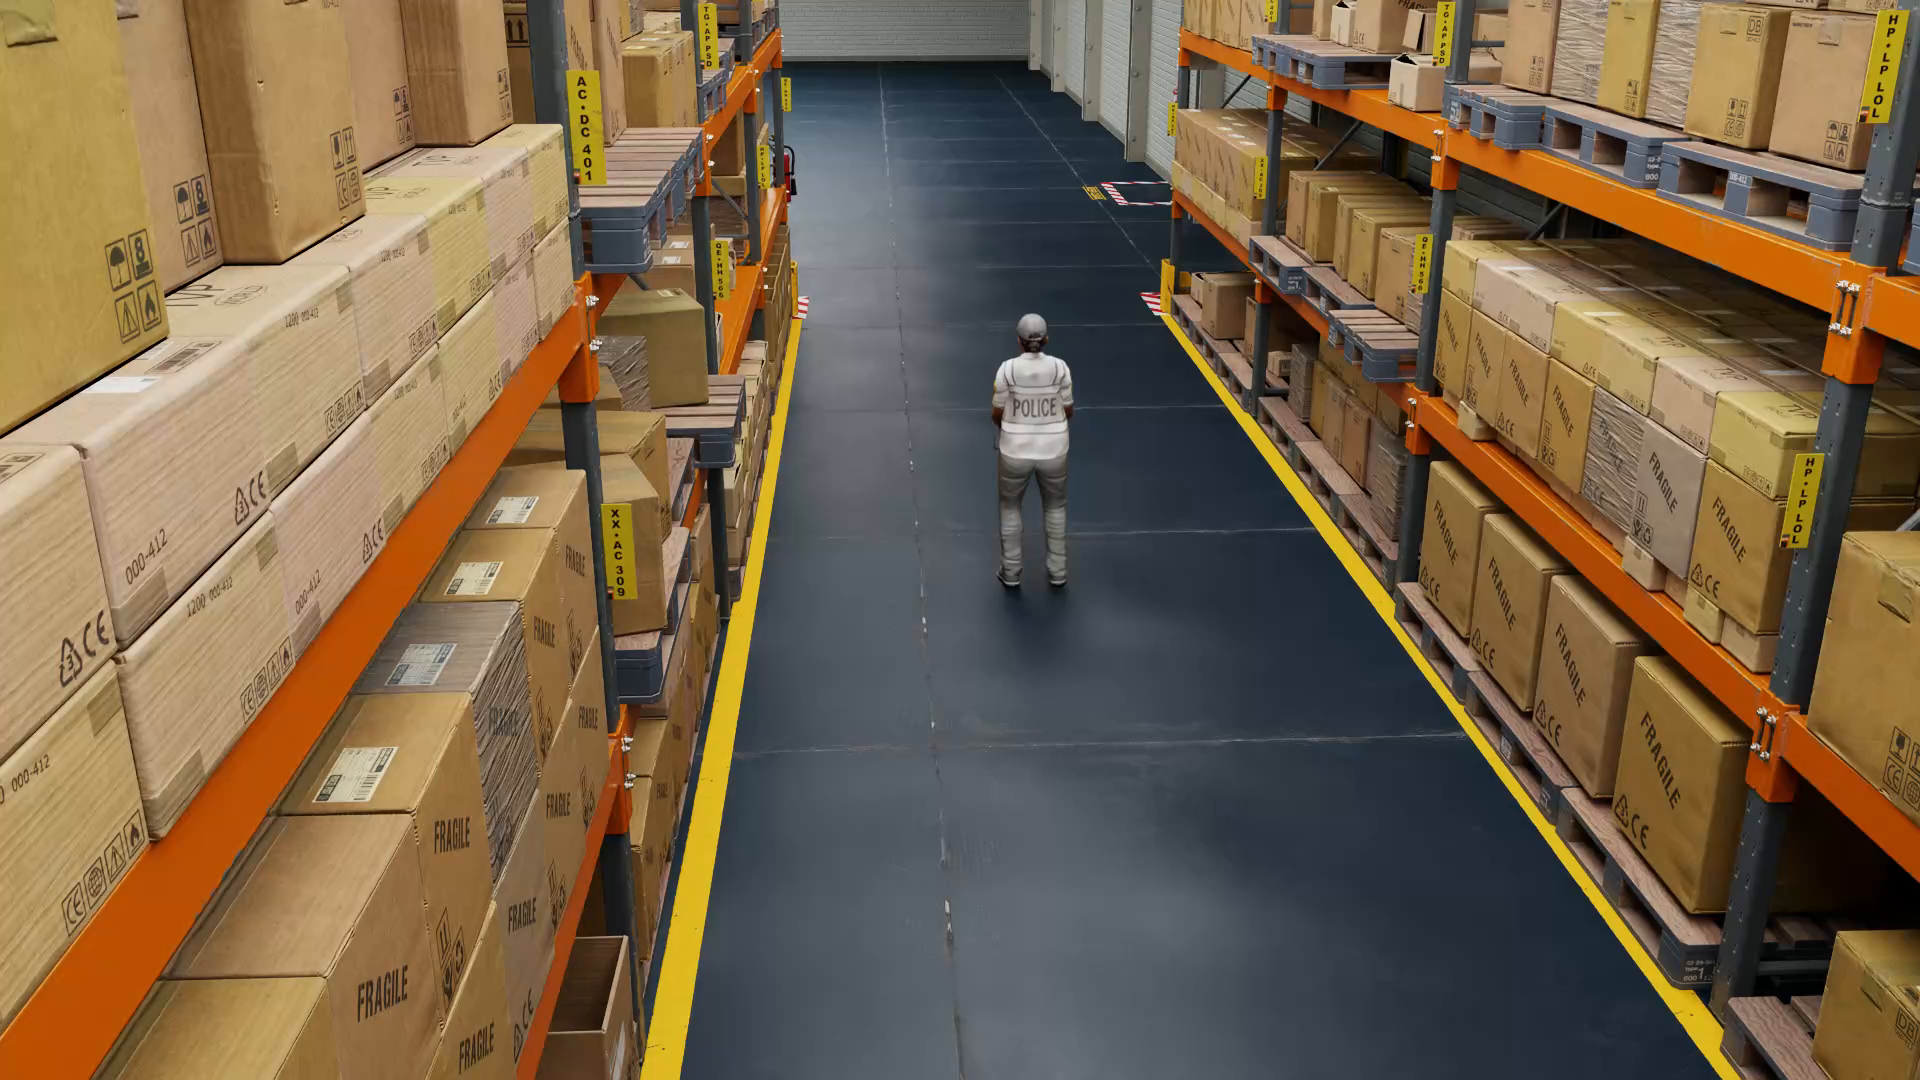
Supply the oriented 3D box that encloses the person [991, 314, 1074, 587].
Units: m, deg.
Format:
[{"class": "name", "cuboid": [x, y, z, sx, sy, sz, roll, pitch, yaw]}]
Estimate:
[{"class": "person", "cuboid": [0.430, -0.541, 10.008, 0.493, 1.671, 0.490, -1, 21, -4]}]
